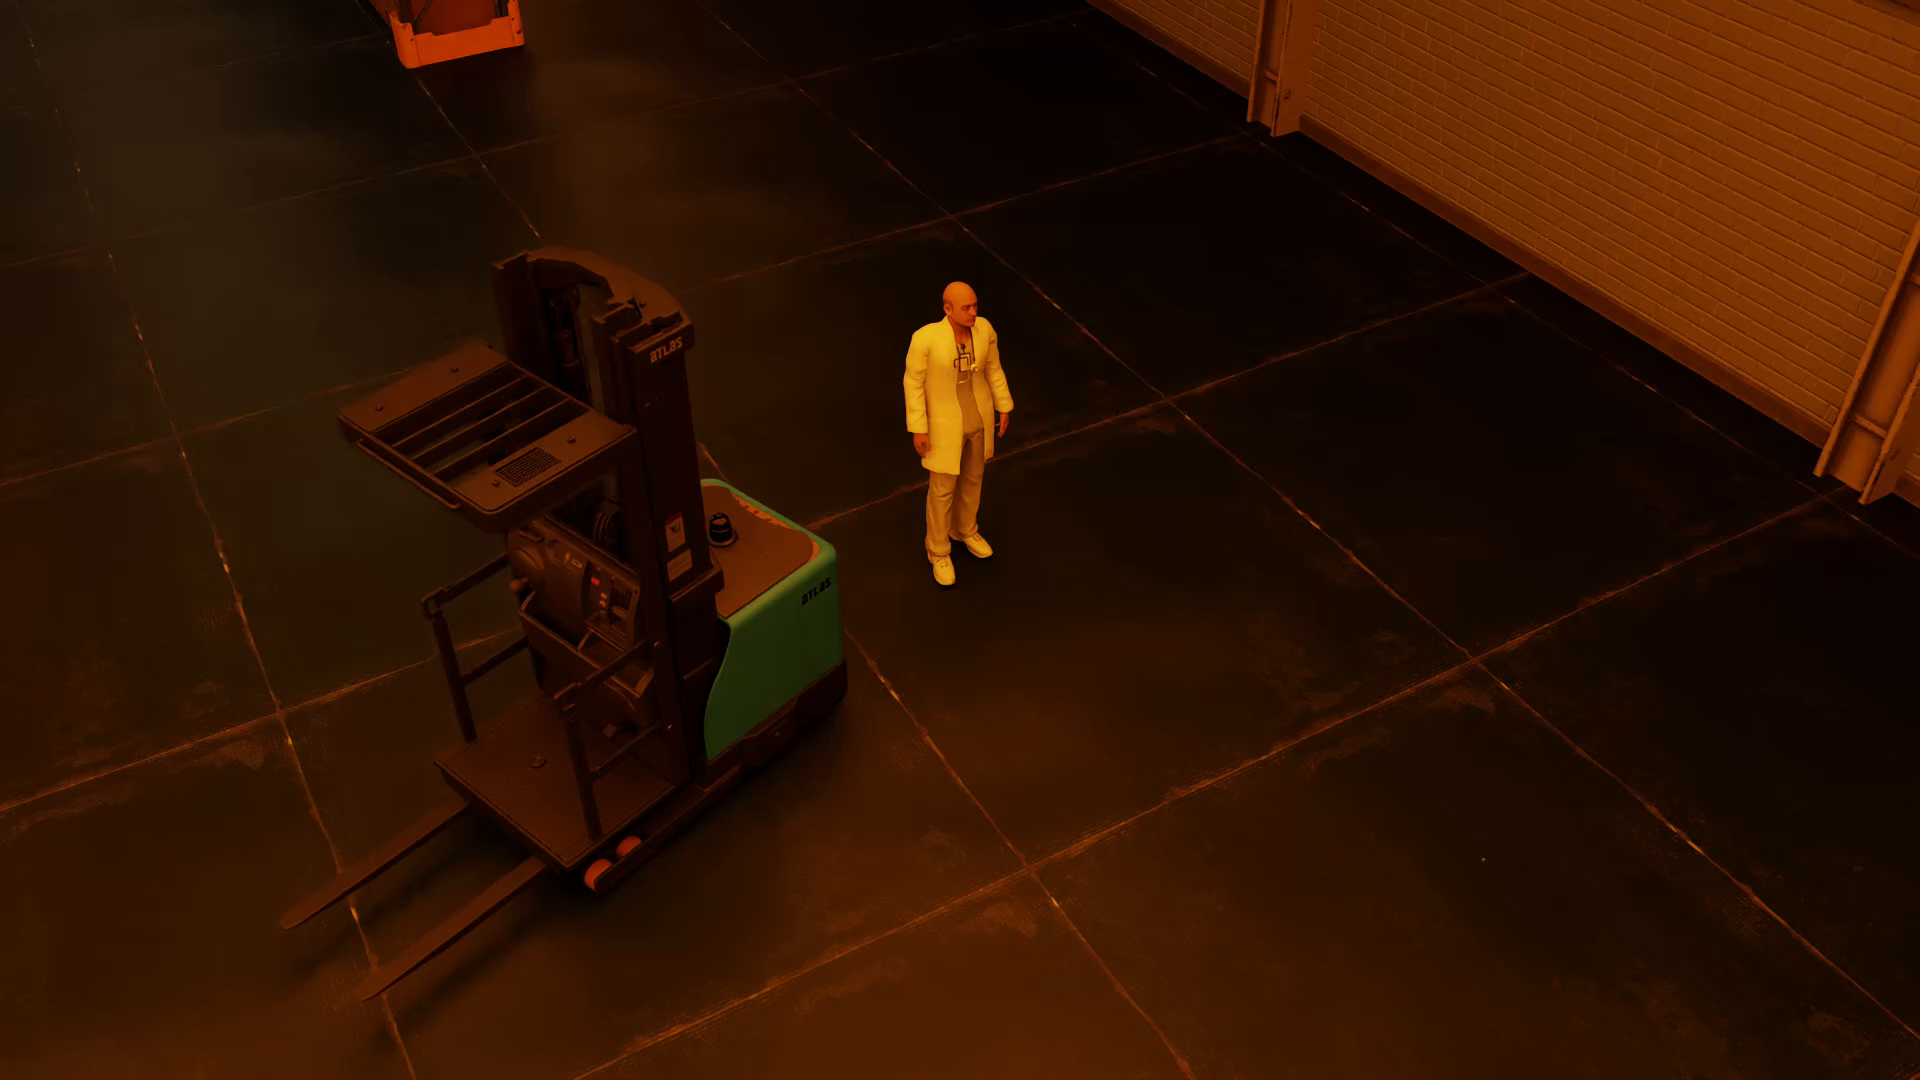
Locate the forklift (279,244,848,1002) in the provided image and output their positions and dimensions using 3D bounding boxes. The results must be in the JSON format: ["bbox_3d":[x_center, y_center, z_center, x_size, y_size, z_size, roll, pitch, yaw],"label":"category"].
[{"bbox_3d":[-1.964,0.249,7.736,1.130,2.935,3.031,29,48,30],"label":"forklift"}]

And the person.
[{"bbox_3d":[0.043,-0.638,9.697,0.698,1.778,0.578,-20,44,-23],"label":"person"}]
